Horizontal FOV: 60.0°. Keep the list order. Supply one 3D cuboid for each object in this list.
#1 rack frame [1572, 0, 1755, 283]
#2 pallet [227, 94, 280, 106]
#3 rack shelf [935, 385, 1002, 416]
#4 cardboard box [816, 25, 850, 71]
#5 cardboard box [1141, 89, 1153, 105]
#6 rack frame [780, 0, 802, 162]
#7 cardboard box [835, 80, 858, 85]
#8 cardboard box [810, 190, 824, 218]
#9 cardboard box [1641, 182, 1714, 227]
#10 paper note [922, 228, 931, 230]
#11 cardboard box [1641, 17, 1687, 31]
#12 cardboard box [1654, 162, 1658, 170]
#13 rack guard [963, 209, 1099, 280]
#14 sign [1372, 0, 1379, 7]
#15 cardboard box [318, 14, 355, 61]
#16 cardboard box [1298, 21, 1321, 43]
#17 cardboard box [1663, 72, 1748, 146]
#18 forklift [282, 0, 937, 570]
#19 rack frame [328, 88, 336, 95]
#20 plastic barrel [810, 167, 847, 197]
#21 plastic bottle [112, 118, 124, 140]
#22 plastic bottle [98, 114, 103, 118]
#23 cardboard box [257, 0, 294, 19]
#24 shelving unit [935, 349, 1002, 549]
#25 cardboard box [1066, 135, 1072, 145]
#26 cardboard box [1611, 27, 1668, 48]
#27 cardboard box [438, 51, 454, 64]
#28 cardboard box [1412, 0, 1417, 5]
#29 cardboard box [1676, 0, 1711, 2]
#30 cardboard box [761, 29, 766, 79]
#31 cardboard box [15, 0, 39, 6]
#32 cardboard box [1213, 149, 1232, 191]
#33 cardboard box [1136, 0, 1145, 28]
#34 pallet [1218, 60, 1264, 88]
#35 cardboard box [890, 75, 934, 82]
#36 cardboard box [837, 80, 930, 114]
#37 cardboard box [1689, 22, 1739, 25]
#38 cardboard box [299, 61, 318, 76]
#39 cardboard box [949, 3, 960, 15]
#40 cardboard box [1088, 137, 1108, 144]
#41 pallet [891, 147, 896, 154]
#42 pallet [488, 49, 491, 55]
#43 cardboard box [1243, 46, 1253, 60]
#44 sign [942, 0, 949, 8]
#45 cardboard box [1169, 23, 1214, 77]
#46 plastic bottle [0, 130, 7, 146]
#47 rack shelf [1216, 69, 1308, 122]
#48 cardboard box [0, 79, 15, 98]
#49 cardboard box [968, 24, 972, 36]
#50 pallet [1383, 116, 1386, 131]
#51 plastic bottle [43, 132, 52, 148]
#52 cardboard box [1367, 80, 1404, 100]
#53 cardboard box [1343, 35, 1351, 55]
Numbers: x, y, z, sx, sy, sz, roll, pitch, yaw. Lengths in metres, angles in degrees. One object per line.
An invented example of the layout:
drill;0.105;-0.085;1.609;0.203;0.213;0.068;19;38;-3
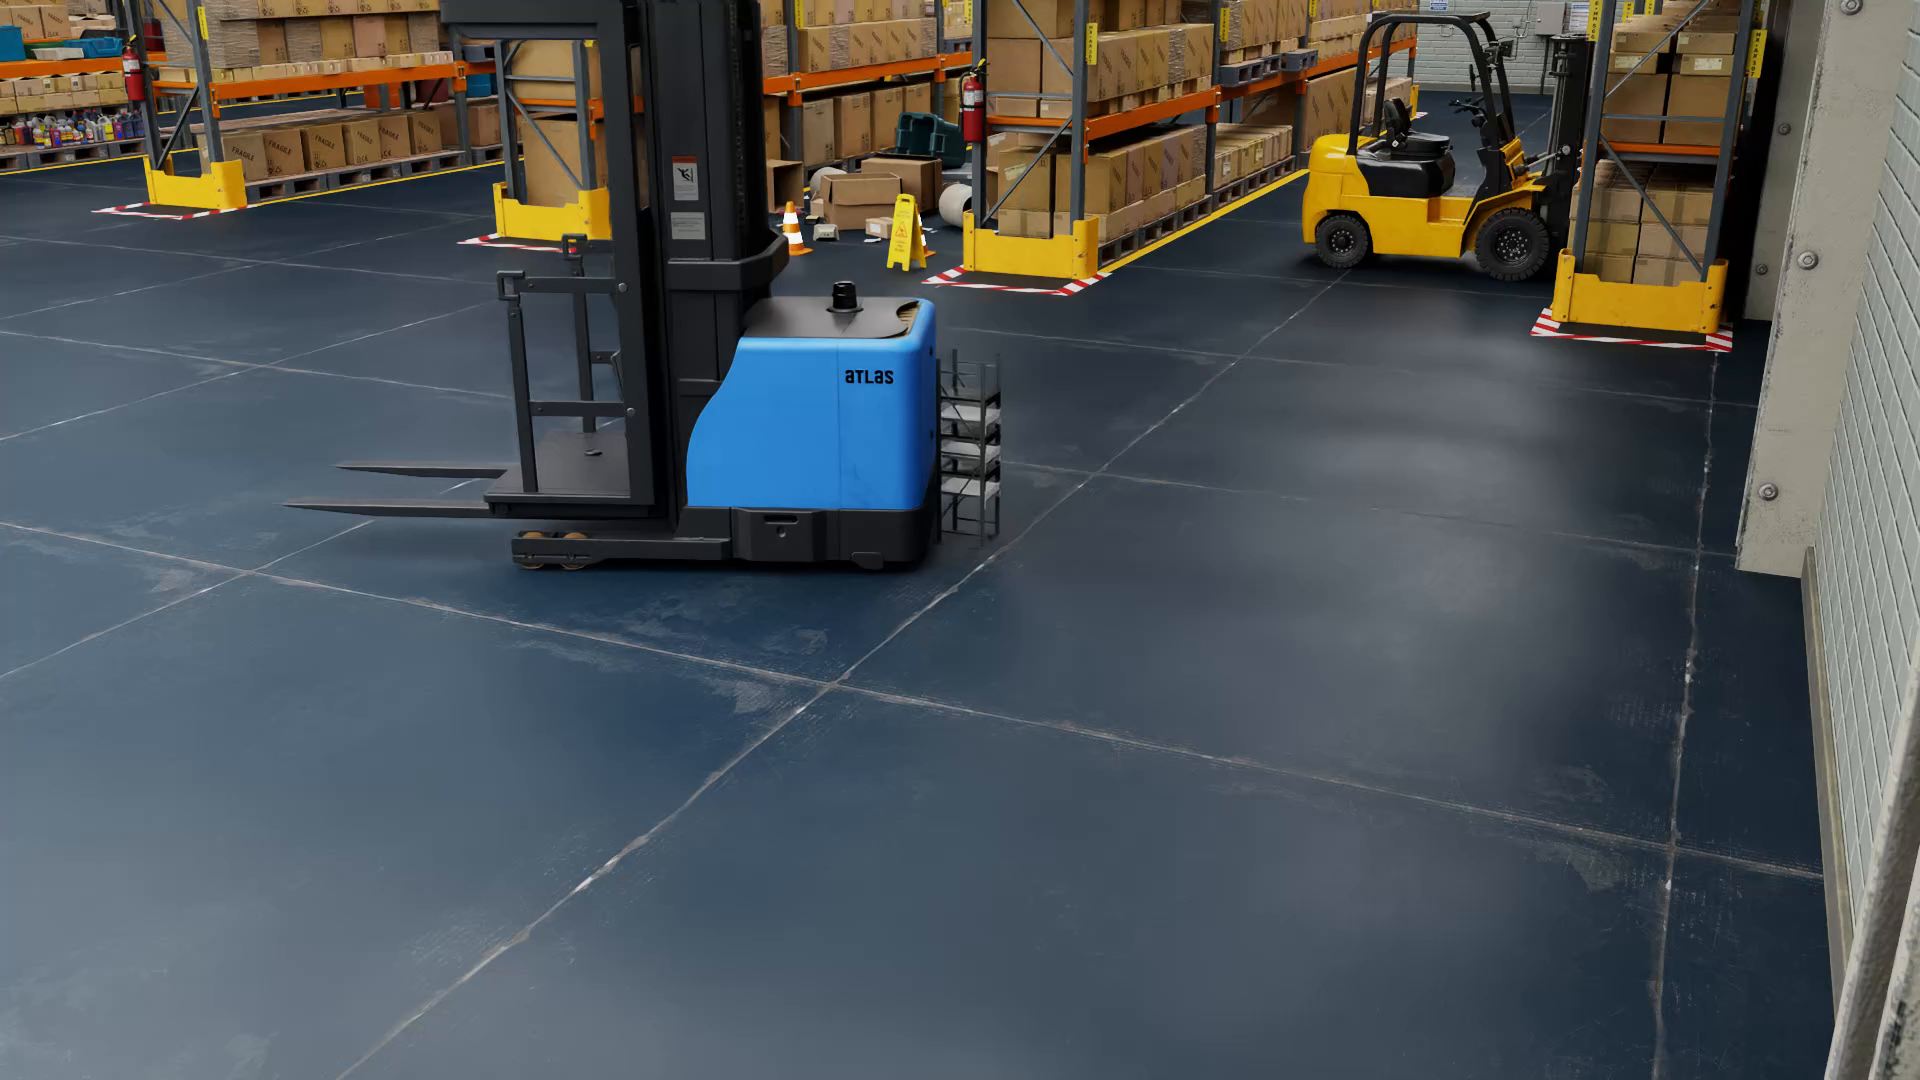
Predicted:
rack frame;5.111;-3.065;12.109;1.000;3.000;0.127;9;21;23
pallet;-13.379;-8.191;30.686;1.003;0.211;1.213;9;21;23
rack shelf;0.040;-0.650;7.748;0.258;0.077;0.200;7;21;20
cardboard box;-1.671;-5.941;20.048;0.500;0.500;0.500;9;21;23
cardboard box;1.592;-4.171;15.596;0.380;0.149;0.250;8;21;21
rack frame;-2.338;-5.616;19.282;1.000;3.000;0.127;9;21;23
cardboard box;-2.469;-8.707;30.520;0.875;0.875;0.875;9;21;23
cardboard box;-1.362;-3.549;17.552;0.396;0.266;0.258;13;23;32
cardboard box;5.481;-2.559;12.672;0.500;0.250;0.500;8;21;22
paper note;-0.363;-3.141;16.773;0.148;0.019;0.142;18;26;41
cardboard box;6.227;-4.552;14.730;0.380;0.149;0.250;8;21;22
cardboard box;5.853;-3.247;14.608;0.500;0.250;0.500;9;22;25
rack guard;0.613;-2.590;14.505;1.175;0.500;0.348;9;21;23
sign;5.994;-7.850;23.954;0.100;0.325;0.005;9;21;23
cardboard box;-7.654;-5.923;19.555;0.875;0.500;0.500;9;21;23
cardboard box;4.290;-6.476;21.179;0.500;0.250;0.500;8;21;22
cardboard box;5.568;-3.225;12.411;0.500;0.500;0.500;9;22;24
forklift;-1.643;-1.419;7.586;3.031;2.935;1.130;1;20;3
rack frame;-12.582;-10.133;31.985;1.000;3.000;0.127;9;21;23
plastic barrel;-1.403;-3.844;18.147;0.421;0.421;0.512;-9;22;-24
plastic bottle;-11.448;-5.583;22.589;0.061;0.283;0.133;10;22;26
plastic bottle;-11.978;-5.791;23.183;0.152;0.276;0.135;9;22;25
cardboard box;-7.775;-6.045;18.405;0.500;0.500;0.500;9;21;23
shelving unit;0.040;-0.427;7.828;0.258;0.900;0.210;7;21;20
cardboard box;0.867;-3.784;15.523;0.380;0.149;0.250;9;21;24
cardboard box;5.221;-3.859;12.783;0.380;0.149;0.250;9;22;24
cardboard box;-6.641;-6.103;21.027;0.380;0.149;0.250;9;21;23
cardboard box;7.153;-8.974;27.084;0.500;0.500;0.500;9;22;24
cardboard box;10.618;-7.818;24.136;0.500;0.500;0.500;9;22;24
cardboard box;-2.683;-5.401;18.454;0.875;0.550;0.550;9;21;23
cardboard box;-17.881;-10.209;31.576;0.500;0.500;0.500;8;21;22
cardboard box;2.432;-4.088;18.281;0.950;0.372;0.625;9;21;23
cardboard box;1.382;-5.218;16.079;0.700;0.500;0.500;8;21;22
pallet;2.665;-5.091;18.092;1.003;0.211;1.213;9;21;23
cardboard box;-0.659;-6.457;23.633;0.500;0.250;0.500;8;21;21
cardboard box;-1.031;-5.802;22.539;1.050;0.750;0.750;8;21;22
cardboard box;6.208;-4.181;13.687;0.380;0.149;0.250;9;22;24
cardboard box;-7.620;-5.423;19.117;0.380;0.149;0.250;9;21;23
cardboard box;-0.226;-7.395;23.147;0.380;0.149;0.250;8;21;21
cardboard box;1.095;-3.594;15.956;0.500;0.500;0.500;8;21;21
pallet;-1.092;-5.294;22.539;1.003;0.211;1.213;9;21;23
pallet;-5.957;-6.849;23.036;1.003;0.211;1.213;9;21;23
cardboard box;3.034;-5.417;18.474;0.380;0.149;0.250;9;21;24
sign;-0.192;-7.309;22.315;0.100;0.325;0.005;9;21;23
cardboard box;2.264;-4.985;16.915;0.500;0.500;0.500;8;21;21
plastic bottle;-12.626;-5.294;21.899;0.097;0.201;0.097;0;20;0
rack shelf;3.038;-5.240;19.299;1.077;0.370;4.000;9;21;23
cardboard box;-15.251;-7.098;26.092;0.500;0.311;0.500;8;21;22
cardboard box;-0.003;-7.274;23.694;0.380;0.149;0.250;10;22;25
pallet;6.376;-6.695;26.479;1.003;0.211;1.213;9;21;23
plastic bottle;-11.909;-5.216;21.678;0.097;0.201;0.097;0;20;0
cardboard box;6.587;-7.130;26.737;0.875;0.438;0.875;9;22;24
cardboard box;5.108;-6.863;23.015;0.500;0.250;0.500;8;21;21
